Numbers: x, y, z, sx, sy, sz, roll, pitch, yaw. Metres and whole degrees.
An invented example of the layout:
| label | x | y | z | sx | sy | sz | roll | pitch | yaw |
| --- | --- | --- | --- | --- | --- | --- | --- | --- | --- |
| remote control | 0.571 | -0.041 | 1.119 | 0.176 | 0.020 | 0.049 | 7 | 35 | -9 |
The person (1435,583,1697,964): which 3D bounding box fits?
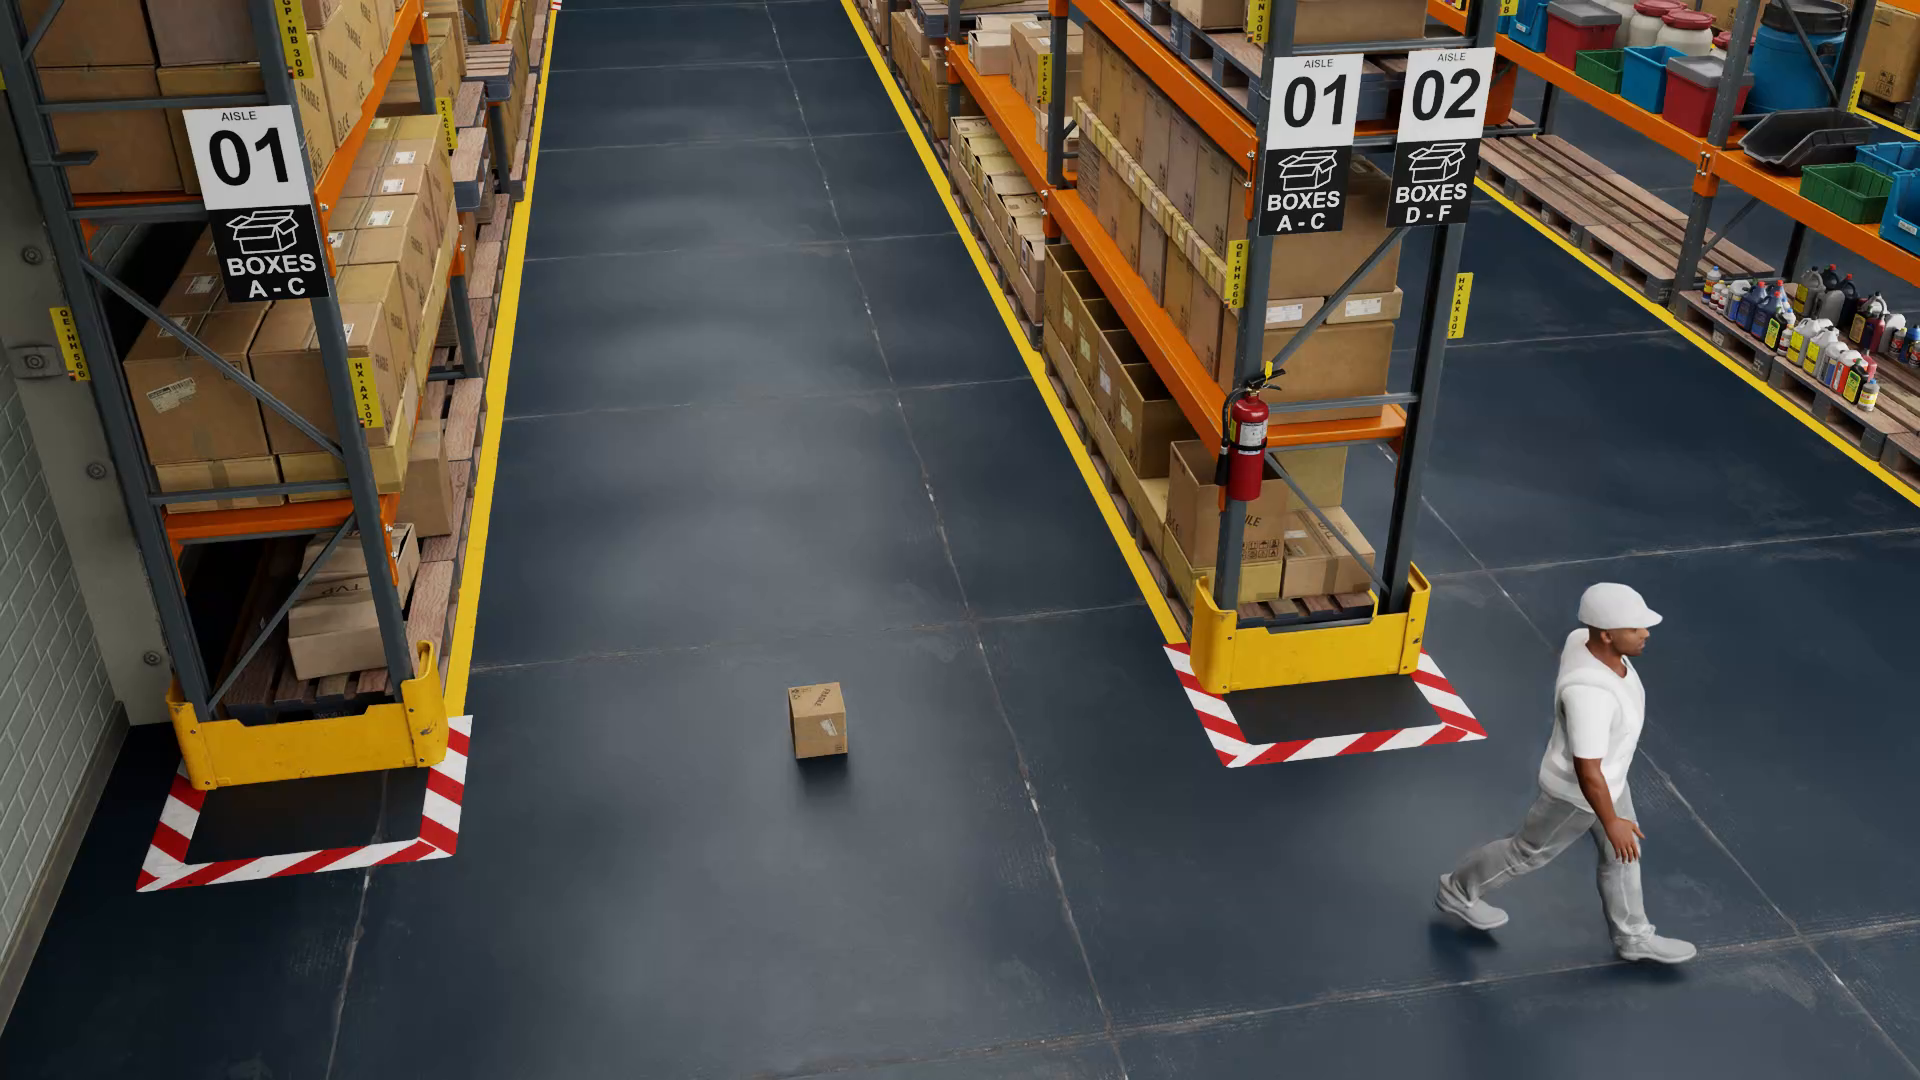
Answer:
| label | x | y | z | sx | sy | sz | roll | pitch | yaw |
| --- | --- | --- | --- | --- | --- | --- | --- | --- | --- |
| person | 2.496 | 0.947 | 6.510 | 1.032 | 1.722 | 0.601 | 15 | 34 | 24 |
